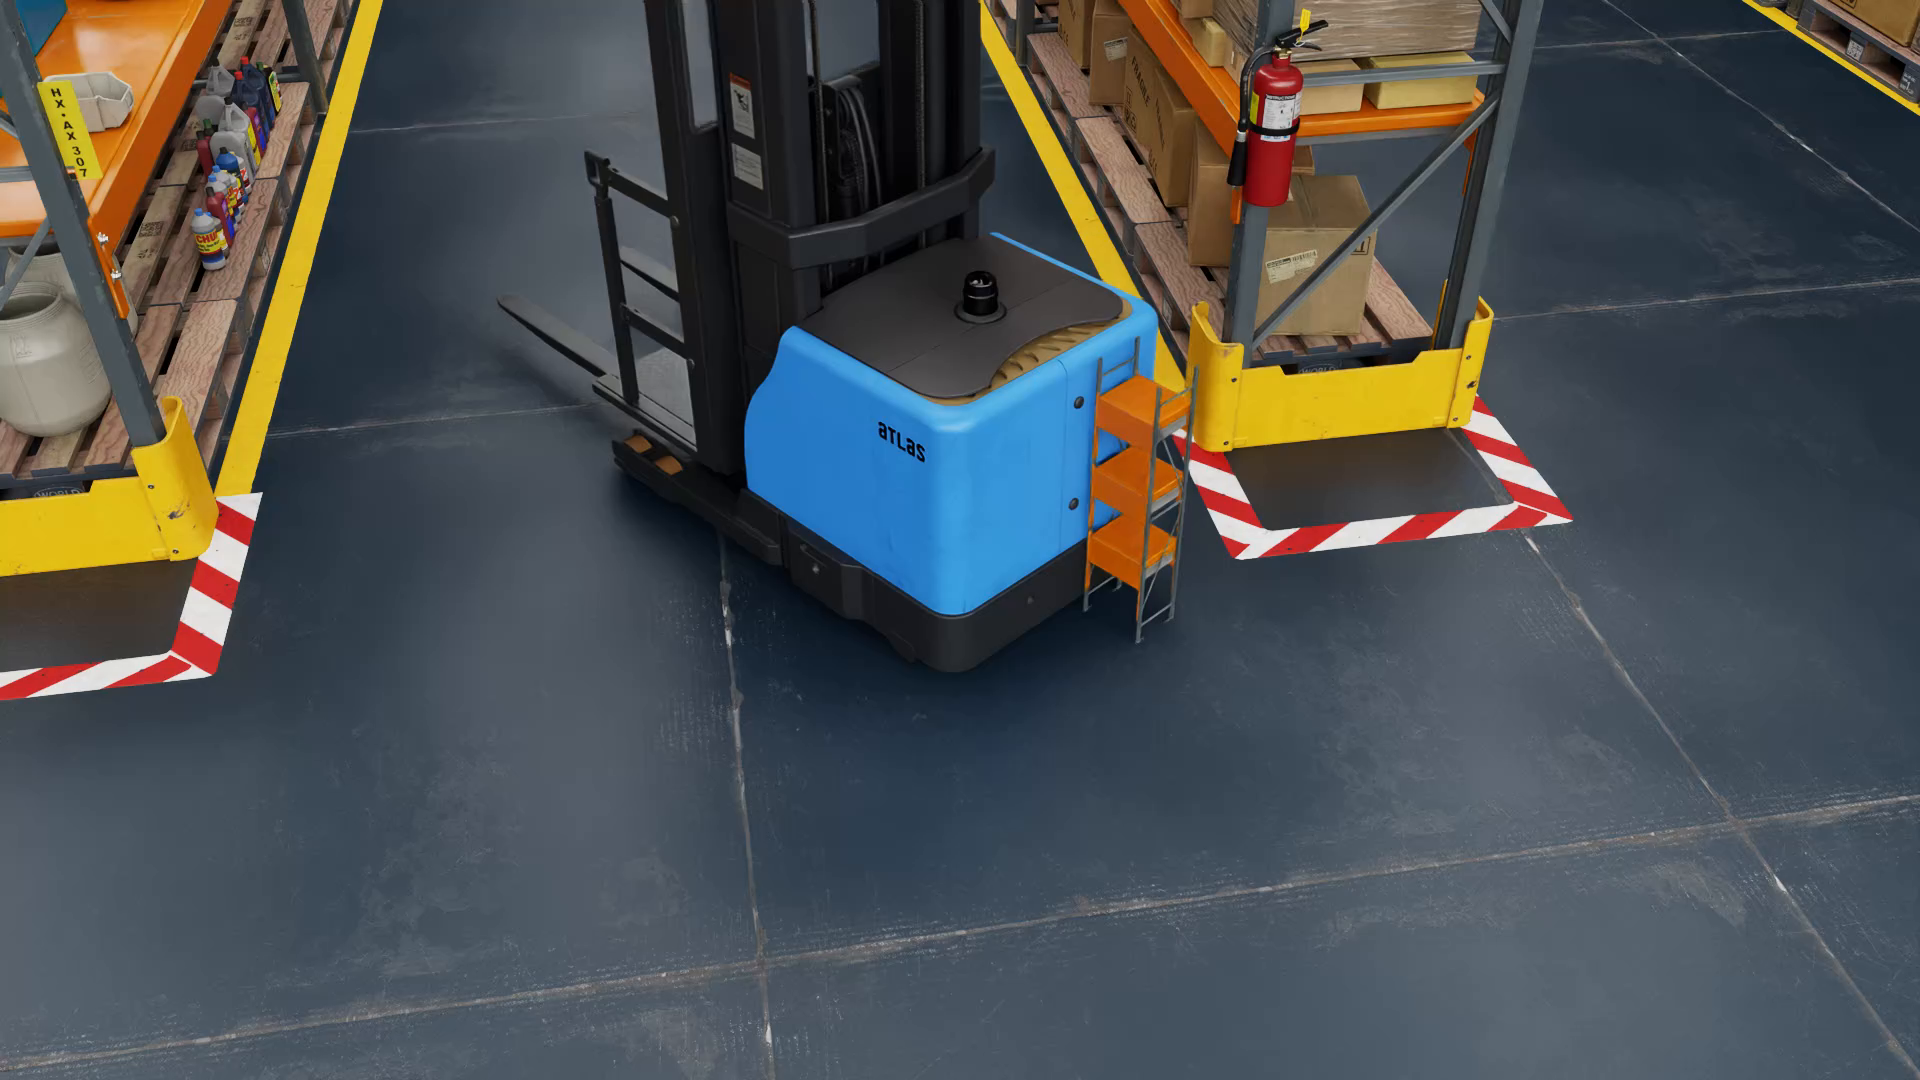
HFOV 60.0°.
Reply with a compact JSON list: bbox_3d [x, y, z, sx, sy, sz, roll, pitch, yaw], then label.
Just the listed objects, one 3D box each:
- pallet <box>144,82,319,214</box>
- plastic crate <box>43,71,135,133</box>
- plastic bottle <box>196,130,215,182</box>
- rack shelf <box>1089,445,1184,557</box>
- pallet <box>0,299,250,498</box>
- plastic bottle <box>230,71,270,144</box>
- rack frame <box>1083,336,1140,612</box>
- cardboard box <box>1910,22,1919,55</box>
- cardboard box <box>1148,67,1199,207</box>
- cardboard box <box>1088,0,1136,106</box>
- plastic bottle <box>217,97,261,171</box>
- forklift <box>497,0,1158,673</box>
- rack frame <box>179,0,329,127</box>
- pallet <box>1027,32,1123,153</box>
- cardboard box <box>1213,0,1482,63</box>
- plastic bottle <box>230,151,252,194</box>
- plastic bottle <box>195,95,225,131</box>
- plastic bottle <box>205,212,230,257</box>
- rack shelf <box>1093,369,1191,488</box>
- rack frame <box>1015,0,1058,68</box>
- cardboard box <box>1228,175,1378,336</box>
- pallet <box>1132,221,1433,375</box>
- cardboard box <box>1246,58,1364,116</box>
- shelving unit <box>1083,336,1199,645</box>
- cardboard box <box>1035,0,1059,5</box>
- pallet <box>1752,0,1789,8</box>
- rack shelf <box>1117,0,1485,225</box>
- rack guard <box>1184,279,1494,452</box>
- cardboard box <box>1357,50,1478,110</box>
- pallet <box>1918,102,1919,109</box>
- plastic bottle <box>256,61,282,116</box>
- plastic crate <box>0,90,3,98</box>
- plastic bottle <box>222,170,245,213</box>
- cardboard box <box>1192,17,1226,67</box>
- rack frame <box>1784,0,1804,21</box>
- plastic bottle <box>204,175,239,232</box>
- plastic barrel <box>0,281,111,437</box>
[{"bbox_3d":[-3.968,-2.026,8.685,1.003,0.211,1.213,-6,38,-8],"label":"pallet"},{"bbox_3d":[-3.183,-1.592,6.069,0.298,0.136,0.250,-6,38,-8],"label":"plastic crate"},{"bbox_3d":[-3.637,-1.859,8.053,0.061,0.283,0.133,-6,38,-8],"label":"plastic bottle"},{"bbox_3d":[0.597,-0.141,5.593,0.215,0.259,0.240,-31,48,-34],"label":"rack shelf"},{"bbox_3d":[-3.540,-0.552,6.788,1.003,0.211,1.213,-6,38,-8],"label":"pallet"},{"bbox_3d":[-3.614,-2.191,8.425,0.144,0.351,0.185,-8,39,-10],"label":"plastic bottle"},{"bbox_3d":[0.511,-0.202,5.655,0.200,1.050,0.008,-31,48,-34],"label":"rack frame"},{"bbox_3d":[5.936,-2.937,8.976,0.875,0.875,0.875,-6,38,-8],"label":"cardboard box"},{"bbox_3d":[1.211,-1.949,8.009,0.500,0.500,0.500,-3,38,-4],"label":"cardboard box"},{"bbox_3d":[0.971,-2.657,8.921,0.500,0.500,0.500,5,38,7],"label":"cardboard box"},{"bbox_3d":[-3.557,-1.996,8.174,0.144,0.351,0.185,-6,38,-8],"label":"plastic bottle"},{"bbox_3d":[-0.718,-1.516,5.812,1.130,2.935,3.031,-31,48,-34],"label":"forklift"},{"bbox_3d":[-4.044,-3.537,8.358,1.000,3.000,0.127,-6,38,-8],"label":"rack frame"},{"bbox_3d":[0.985,-2.567,9.382,1.003,0.211,1.213,-6,38,-8],"label":"pallet"},{"bbox_3d":[1.464,-2.146,6.243,0.875,0.500,0.500,-6,38,-8],"label":"cardboard box"},{"bbox_3d":[-3.485,-1.770,8.005,0.097,0.201,0.097,0,38,0],"label":"plastic bottle"},{"bbox_3d":[-3.755,-2.130,8.408,0.152,0.276,0.135,-6,38,-8],"label":"plastic bottle"},{"bbox_3d":[-3.372,-1.381,7.505,0.097,0.201,0.097,0,38,0],"label":"plastic bottle"},{"bbox_3d":[0.597,-0.365,5.419,0.215,0.259,0.240,-31,48,-34],"label":"rack shelf"},{"bbox_3d":[0.832,-4.070,9.043,1.000,3.000,0.127,-6,38,-8],"label":"rack frame"},{"bbox_3d":[1.440,-1.211,7.059,0.500,0.500,0.500,0,38,1],"label":"cardboard box"},{"bbox_3d":[1.412,-1.093,7.485,1.003,0.211,1.213,-6,38,-8],"label":"pallet"},{"bbox_3d":[1.280,-1.704,6.204,0.380,0.149,0.250,-6,38,-8],"label":"cardboard box"},{"bbox_3d":[0.597,-0.149,5.586,0.215,1.050,0.252,-31,48,-34],"label":"shelving unit"},{"bbox_3d":[0.746,-3.629,10.156,0.700,0.500,0.500,-9,39,-11],"label":"cardboard box"},{"bbox_3d":[5.523,-3.899,11.097,1.003,0.211,1.213,-6,38,-8],"label":"pallet"},{"bbox_3d":[1.183,-2.578,7.709,1.077,0.370,4.000,-6,38,-8],"label":"rack shelf"},{"bbox_3d":[1.520,-0.712,6.760,1.175,0.500,0.348,-6,38,-8],"label":"rack guard"},{"bbox_3d":[1.718,-1.752,6.265,0.380,0.149,0.250,-6,38,-8],"label":"cardboard box"},{"bbox_3d":[6.006,-2.235,8.955,1.003,0.211,1.213,-6,38,-8],"label":"pallet"},{"bbox_3d":[-3.635,-2.383,8.728,0.061,0.283,0.133,-4,38,-6],"label":"plastic bottle"},{"bbox_3d":[-3.834,-1.725,6.147,0.499,0.251,0.408,-6,38,-8],"label":"plastic crate"},{"bbox_3d":[-3.449,-1.646,7.845,0.097,0.201,0.097,0,38,0],"label":"plastic bottle"},{"bbox_3d":[1.142,-2.001,6.585,0.380,0.149,0.250,-6,38,-8],"label":"cardboard box"},{"bbox_3d":[5.733,-4.542,9.652,1.000,3.000,0.127,-6,38,-8],"label":"rack frame"},{"bbox_3d":[-3.414,-1.553,7.669,0.097,0.271,0.097,0,38,0],"label":"plastic bottle"},{"bbox_3d":[-3.534,-0.694,6.383,0.421,0.512,0.421,0,38,0],"label":"plastic barrel"}]
